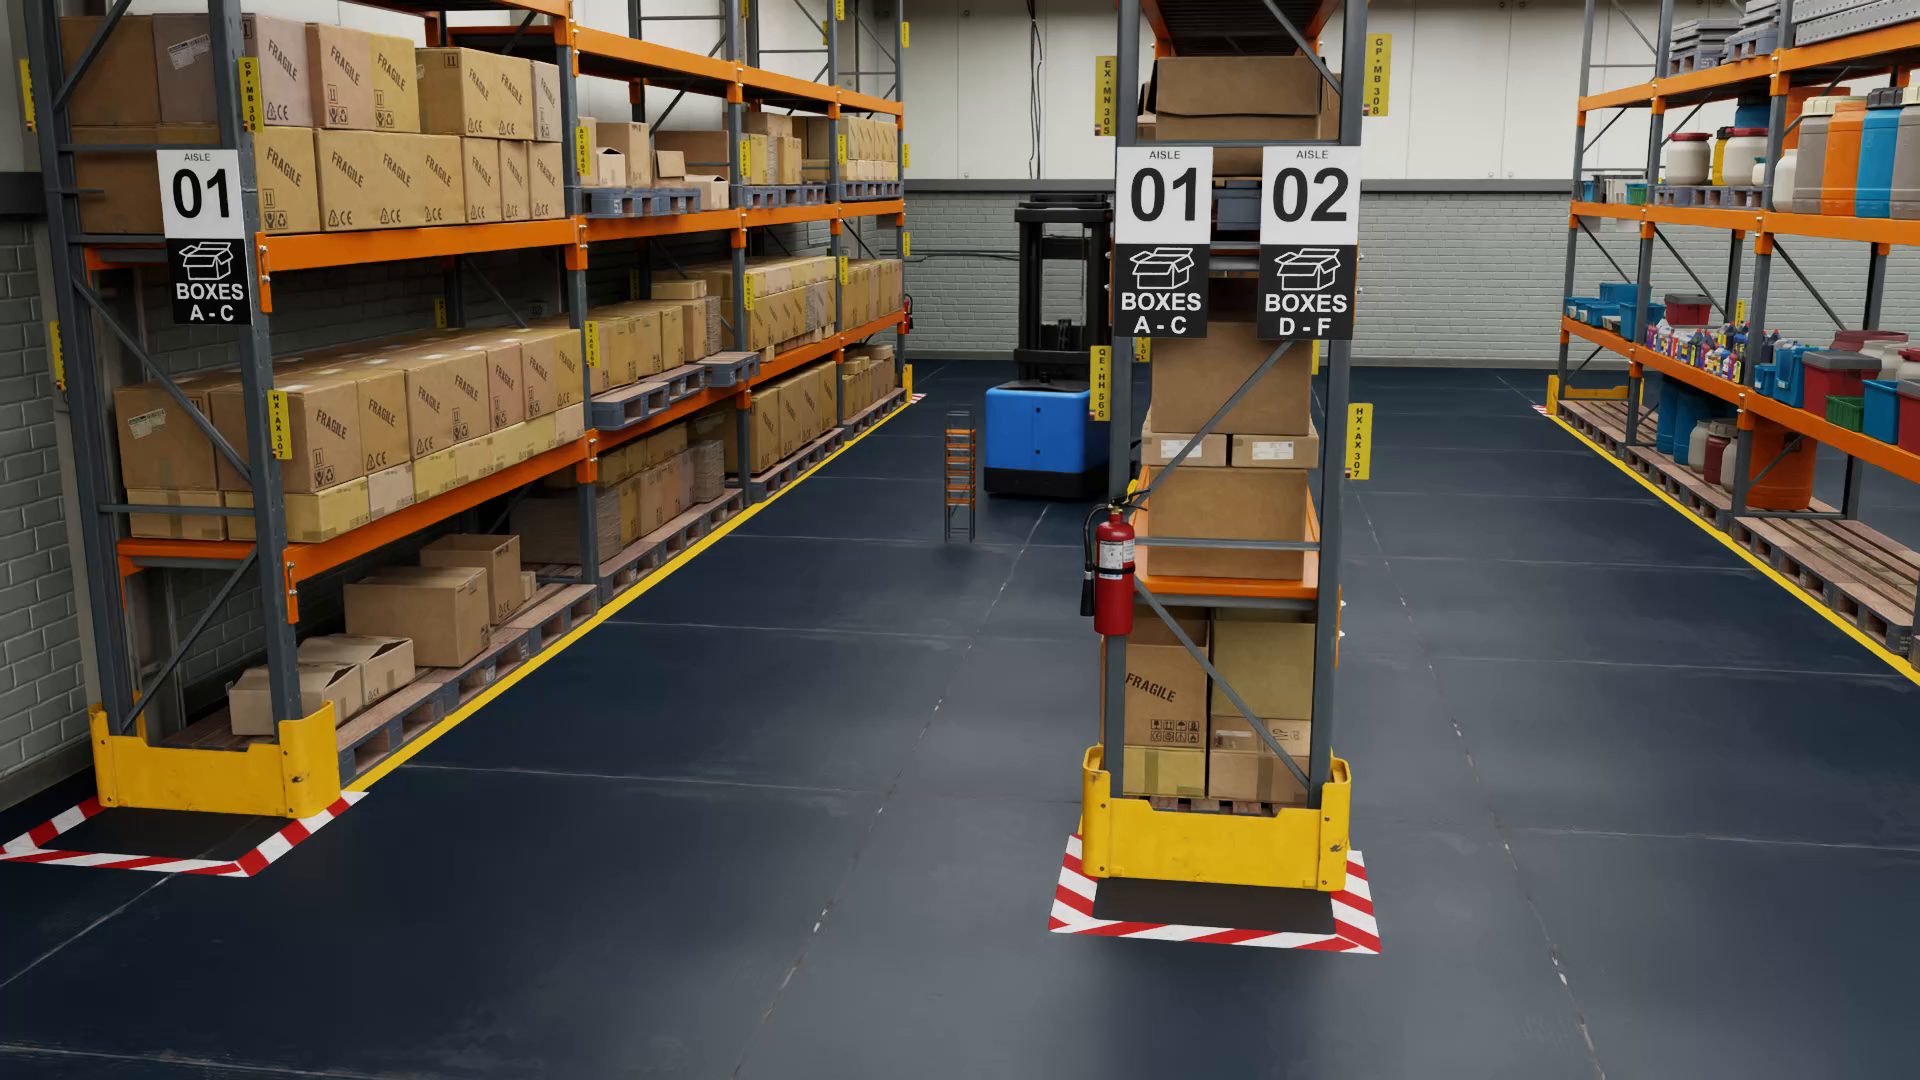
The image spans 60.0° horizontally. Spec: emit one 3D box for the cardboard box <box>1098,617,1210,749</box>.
[{"bbox_3d":[0.938,0.674,7.997,0.500,0.500,0.500,2,12,9],"label":"cardboard box"}]

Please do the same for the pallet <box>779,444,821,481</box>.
[{"bbox_3d":[-2.130,-0.854,17.956,1.003,0.211,1.213,2,12,9],"label":"pallet"}]

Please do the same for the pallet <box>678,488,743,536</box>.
[{"bbox_3d":[-2.637,-0.277,15.276,1.003,0.211,1.213,2,12,9],"label":"pallet"}]

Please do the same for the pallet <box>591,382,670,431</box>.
[{"bbox_3d":[-2.869,-1.030,12.609,1.003,0.211,1.213,2,12,9],"label":"pallet"}]

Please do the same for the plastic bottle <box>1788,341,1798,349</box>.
[{"bbox_3d":[7.883,-1.743,15.738,0.061,0.283,0.133,2,12,9],"label":"plastic bottle"}]

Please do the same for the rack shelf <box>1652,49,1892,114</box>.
[{"bbox_3d":[7.581,-4.283,15.665,1.077,0.370,4.000,2,12,9],"label":"rack shelf"}]

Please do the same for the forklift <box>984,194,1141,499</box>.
[{"bbox_3d":[1.229,-2.102,17.289,1.130,2.935,3.031,5,13,20],"label":"forklift"}]

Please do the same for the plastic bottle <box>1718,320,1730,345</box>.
[{"bbox_3d":[7.929,-2.093,17.201,0.144,0.351,0.185,2,12,9],"label":"plastic bottle"}]

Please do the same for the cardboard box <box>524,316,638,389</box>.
[{"bbox_3d":[-2.925,-1.455,12.841,0.700,0.500,0.500,3,13,14],"label":"cardboard box"}]

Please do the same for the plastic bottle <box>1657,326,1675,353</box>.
[{"bbox_3d":[7.385,-2.093,17.381,0.152,0.276,0.135,2,12,9],"label":"plastic bottle"}]

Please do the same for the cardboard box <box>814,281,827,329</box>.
[{"bbox_3d":[-1.791,-2.628,18.578,0.500,0.500,0.500,2,12,9],"label":"cardboard box"}]

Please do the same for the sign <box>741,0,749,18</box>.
[{"bbox_3d":[-2.445,-6.125,18.960,0.100,0.325,0.005,2,12,9],"label":"sign"}]

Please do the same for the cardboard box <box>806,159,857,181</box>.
[{"bbox_3d":[-1.533,-4.417,19.873,0.500,0.250,0.500,2,12,8],"label":"cardboard box"}]

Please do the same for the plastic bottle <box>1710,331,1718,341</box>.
[{"bbox_3d":[8.022,-2.125,17.703,0.097,0.201,0.097,0,12,0],"label":"plastic bottle"}]

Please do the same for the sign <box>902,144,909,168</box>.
[{"bbox_3d":[-0.751,-5.308,22.968,0.100,0.325,0.005,2,12,9],"label":"sign"}]

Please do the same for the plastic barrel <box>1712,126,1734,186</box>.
[{"bbox_3d":[7.949,-3.881,16.819,0.600,0.588,0.600,0,12,0],"label":"plastic barrel"}]

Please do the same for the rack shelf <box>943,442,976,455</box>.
[{"bbox_3d":[-0.002,-0.775,14.312,0.258,0.103,0.180,2,12,9],"label":"rack shelf"}]

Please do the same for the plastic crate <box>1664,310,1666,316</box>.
[{"bbox_3d":[8.306,-2.597,19.564,0.437,0.282,0.530,2,12,9],"label":"plastic crate"}]

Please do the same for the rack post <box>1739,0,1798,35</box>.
[{"bbox_3d":[7.345,-4.529,14.329,0.954,0.300,0.937,2,12,9],"label":"rack post"}]

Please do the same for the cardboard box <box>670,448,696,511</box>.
[{"bbox_3d":[-2.769,-0.540,14.770,0.700,0.500,0.500,2,12,9],"label":"cardboard box"}]

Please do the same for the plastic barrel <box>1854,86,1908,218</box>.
[{"bbox_3d":[6.724,-2.745,11.802,0.600,0.901,0.708,2,12,9],"label":"plastic barrel"}]

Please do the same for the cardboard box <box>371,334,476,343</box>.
[{"bbox_3d":[-3.492,-1.074,10.886,0.500,0.500,0.500,2,12,8],"label":"cardboard box"}]

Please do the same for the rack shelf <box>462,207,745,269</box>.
[{"bbox_3d":[-2.823,-2.501,13.564,1.077,0.370,4.000,2,12,9],"label":"rack shelf"}]

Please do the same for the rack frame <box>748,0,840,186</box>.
[{"bbox_3d":[-1.900,-5.568,18.968,1.000,3.000,0.127,2,12,9],"label":"rack frame"}]

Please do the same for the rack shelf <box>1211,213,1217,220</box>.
[{"bbox_3d":[2.072,-2.341,12.823,1.077,0.370,4.000,2,12,9],"label":"rack shelf"}]

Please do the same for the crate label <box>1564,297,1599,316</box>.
[{"bbox_3d":[8.141,-3.053,21.797,0.416,0.233,0.303,2,12,9],"label":"crate label"}]

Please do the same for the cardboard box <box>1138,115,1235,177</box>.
[{"bbox_3d":[1.152,-2.038,8.591,0.500,0.311,0.500,3,13,15],"label":"cardboard box"}]

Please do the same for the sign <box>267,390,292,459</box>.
[{"bbox_3d":[-3.210,-0.543,7.836,0.100,0.325,0.005,2,12,9],"label":"sign"}]

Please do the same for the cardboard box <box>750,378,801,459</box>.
[{"bbox_3d":[-2.132,-1.288,17.455,0.750,0.750,0.750,2,12,8],"label":"cardboard box"}]

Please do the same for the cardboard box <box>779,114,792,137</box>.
[{"bbox_3d":[-2.165,-4.553,18.318,0.500,0.250,0.500,3,12,13],"label":"cardboard box"}]

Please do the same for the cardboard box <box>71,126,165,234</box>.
[{"bbox_3d":[-3.932,-1.757,8.122,0.500,0.500,0.500,3,12,13],"label":"cardboard box"}]

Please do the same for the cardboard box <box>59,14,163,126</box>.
[{"bbox_3d":[-3.938,-2.249,8.031,0.500,0.500,0.500,2,12,11],"label":"cardboard box"}]

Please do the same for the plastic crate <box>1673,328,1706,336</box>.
[{"bbox_3d":[8.102,-2.307,18.560,0.396,0.136,0.243,2,12,9],"label":"plastic crate"}]

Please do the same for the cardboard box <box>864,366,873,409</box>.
[{"bbox_3d":[-1.522,-1.982,21.506,0.700,0.500,0.500,2,12,10],"label":"cardboard box"}]

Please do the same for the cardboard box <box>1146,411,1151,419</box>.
[{"bbox_3d":[1.098,-0.537,8.087,0.380,0.149,0.250,2,12,8],"label":"cardboard box"}]

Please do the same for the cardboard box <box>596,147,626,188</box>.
[{"bbox_3d":[-2.873,-2.837,12.633,0.500,0.311,0.500,2,12,10],"label":"cardboard box"}]

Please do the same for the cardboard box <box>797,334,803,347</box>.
[{"bbox_3d":[-1.911,-2.179,18.035,0.380,0.149,0.250,2,12,7],"label":"cardboard box"}]

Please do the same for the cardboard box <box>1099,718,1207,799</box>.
[{"bbox_3d":[0.940,1.040,8.076,0.500,0.250,0.500,2,12,9],"label":"cardboard box"}]

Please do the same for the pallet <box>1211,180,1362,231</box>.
[{"bbox_3d":[1.284,-1.547,7.640,1.003,0.211,1.213,2,12,9],"label":"pallet"}]

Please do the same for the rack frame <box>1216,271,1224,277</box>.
[{"bbox_3d":[2.995,-2.475,18.859,1.000,3.000,0.127,2,12,9],"label":"rack frame"}]

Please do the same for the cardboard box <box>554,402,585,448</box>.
[{"bbox_3d":[-2.904,-0.798,11.383,0.500,0.250,0.500,2,12,9],"label":"cardboard box"}]

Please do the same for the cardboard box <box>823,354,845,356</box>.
[{"bbox_3d":[-1.705,-2.335,21.605,0.380,0.149,0.250,2,12,8],"label":"cardboard box"}]

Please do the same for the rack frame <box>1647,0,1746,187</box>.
[{"bbox_3d":[7.889,-5.247,17.479,1.000,3.000,0.127,2,12,9],"label":"rack frame"}]

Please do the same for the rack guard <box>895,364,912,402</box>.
[{"bbox_3d":[-1.281,-2.251,23.750,1.175,0.500,0.348,2,12,9],"label":"rack guard"}]

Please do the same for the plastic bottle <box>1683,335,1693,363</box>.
[{"bbox_3d":[7.203,-1.883,16.414,0.097,0.271,0.097,0,12,0],"label":"plastic bottle"}]

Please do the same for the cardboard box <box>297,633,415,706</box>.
[{"bbox_3d":[-3.463,0.703,9.451,0.500,0.311,0.500,3,13,13],"label":"cardboard box"}]

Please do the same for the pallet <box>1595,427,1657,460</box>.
[{"bbox_3d":[7.964,-1.105,19.121,1.003,0.211,1.213,2,12,9],"label":"pallet"}]

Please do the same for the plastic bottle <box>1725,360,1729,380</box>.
[{"bbox_3d":[6.986,-1.554,15.054,0.097,0.201,0.097,0,12,0],"label":"plastic bottle"}]

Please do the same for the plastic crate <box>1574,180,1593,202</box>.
[{"bbox_3d":[8.170,-4.478,21.342,0.497,0.269,0.590,2,12,9],"label":"plastic crate"}]

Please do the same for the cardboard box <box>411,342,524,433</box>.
[{"bbox_3d":[-3.057,-0.956,10.337,0.500,0.500,0.500,2,12,7],"label":"cardboard box"}]

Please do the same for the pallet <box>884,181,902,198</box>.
[{"bbox_3d":[-1.389,-4.736,22.439,1.003,0.211,1.213,2,12,9],"label":"pallet"}]

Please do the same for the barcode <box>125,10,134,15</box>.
[{"bbox_3d":[-4.131,-2.598,8.275,0.001,0.075,0.075,2,12,9],"label":"barcode"}]

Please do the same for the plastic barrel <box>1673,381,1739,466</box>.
[{"bbox_3d":[7.680,-1.233,17.081,0.600,0.901,0.708,2,12,9],"label":"plastic barrel"}]

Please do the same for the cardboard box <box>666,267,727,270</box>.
[{"bbox_3d":[-2.619,-2.584,16.590,0.500,0.250,0.500,1,12,7],"label":"cardboard box"}]

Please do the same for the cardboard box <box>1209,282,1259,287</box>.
[{"bbox_3d":[1.626,-1.295,10.067,0.700,0.500,0.500,2,12,9],"label":"cardboard box"}]

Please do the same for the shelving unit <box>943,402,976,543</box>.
[{"bbox_3d":[-0.002,-0.584,14.353,0.258,1.200,0.189,2,12,9],"label":"shelving unit"}]

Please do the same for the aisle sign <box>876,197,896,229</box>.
[{"bbox_3d":[-0.977,-4.744,23.214,0.394,0.787,0.004,2,12,9],"label":"aisle sign"}]

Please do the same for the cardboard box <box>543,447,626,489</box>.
[{"bbox_3d":[-2.969,-0.575,13.150,0.500,0.250,0.500,2,12,7],"label":"cardboard box"}]
